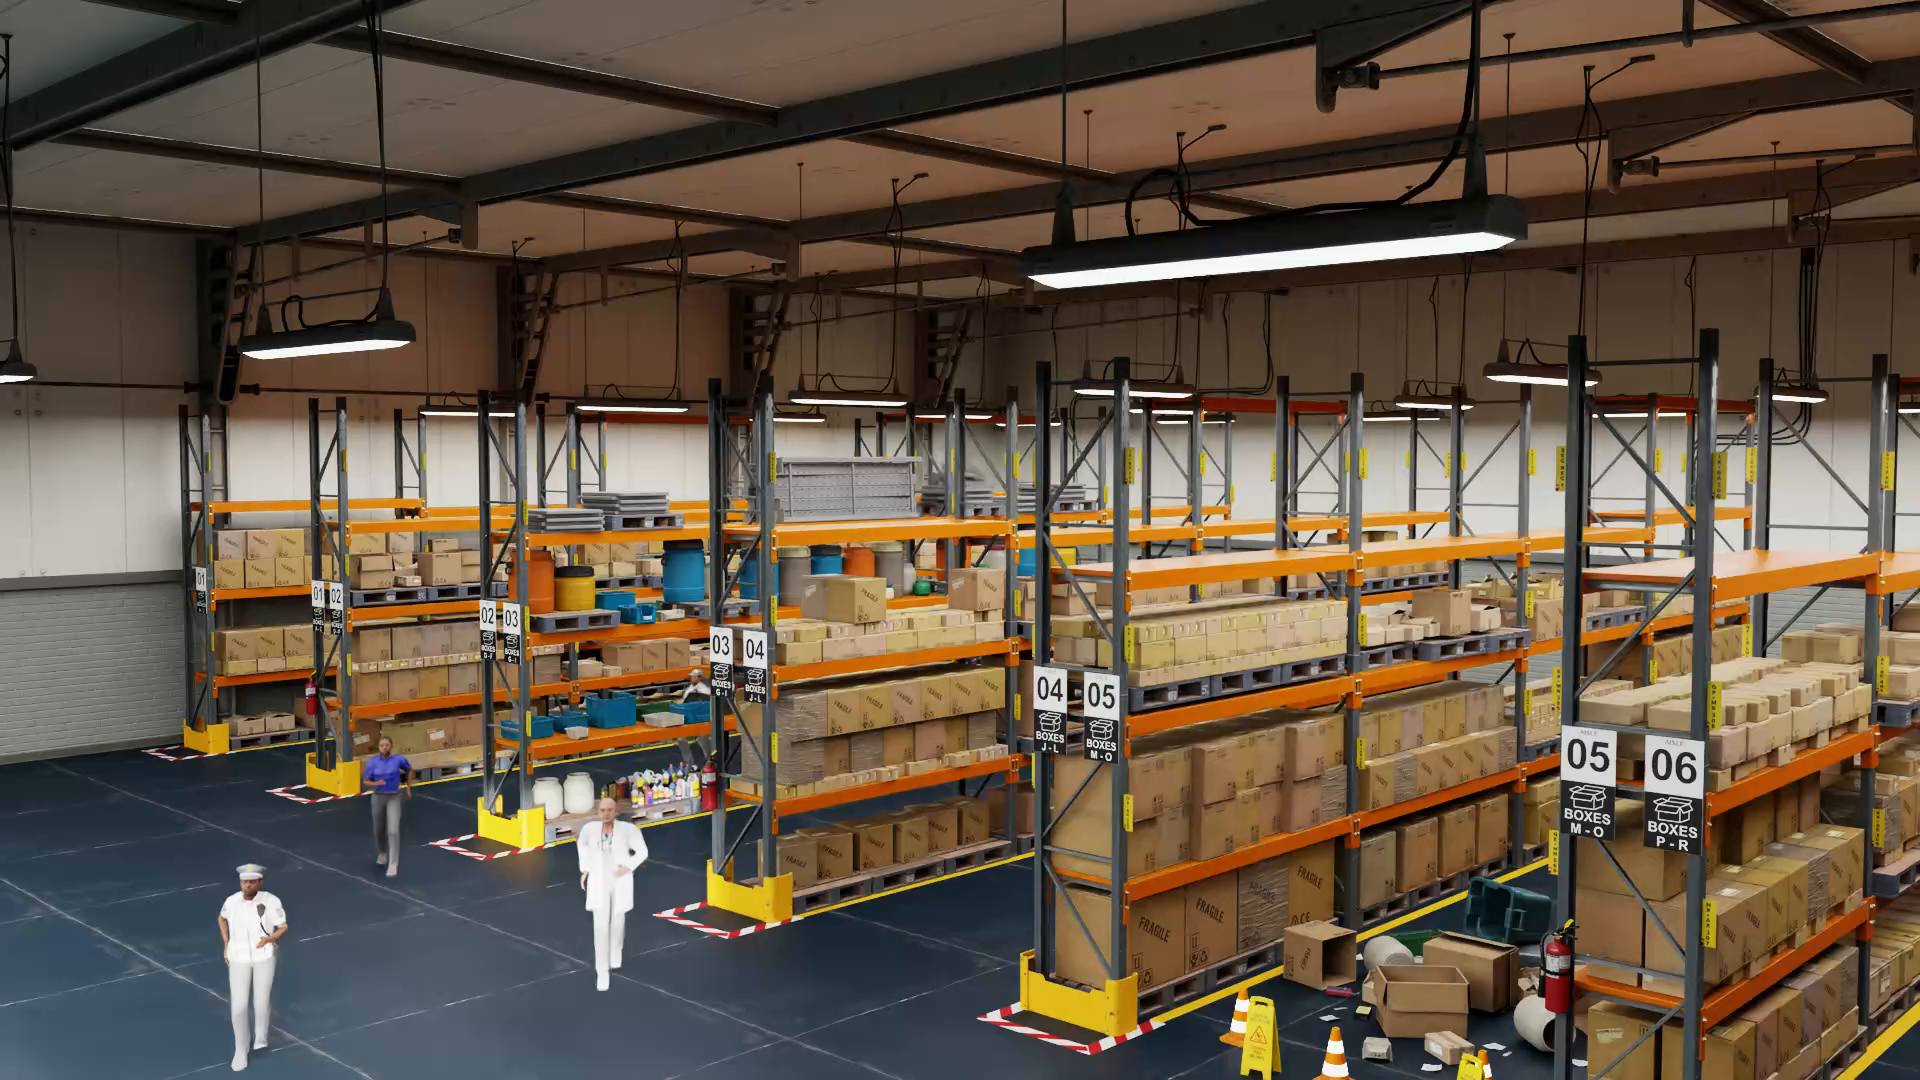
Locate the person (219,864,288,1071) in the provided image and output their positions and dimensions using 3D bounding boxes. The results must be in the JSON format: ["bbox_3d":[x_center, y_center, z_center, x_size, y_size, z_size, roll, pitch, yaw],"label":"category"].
[{"bbox_3d":[-5.988,3.592,14.094,0.563,1.749,0.723,-1,3,-19],"label":"person"}]

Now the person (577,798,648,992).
[{"bbox_3d":[-3.411,3.421,16.338,0.694,1.843,0.887,0,3,-8],"label":"person"}]

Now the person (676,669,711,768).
[{"bbox_3d":[-4.265,2.929,26.858,0.577,1.712,0.719,2,4,35],"label":"person"}]

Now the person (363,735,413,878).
[{"bbox_3d":[-7.054,3.260,20.513,0.555,1.711,0.776,-1,3,-11],"label":"person"}]
